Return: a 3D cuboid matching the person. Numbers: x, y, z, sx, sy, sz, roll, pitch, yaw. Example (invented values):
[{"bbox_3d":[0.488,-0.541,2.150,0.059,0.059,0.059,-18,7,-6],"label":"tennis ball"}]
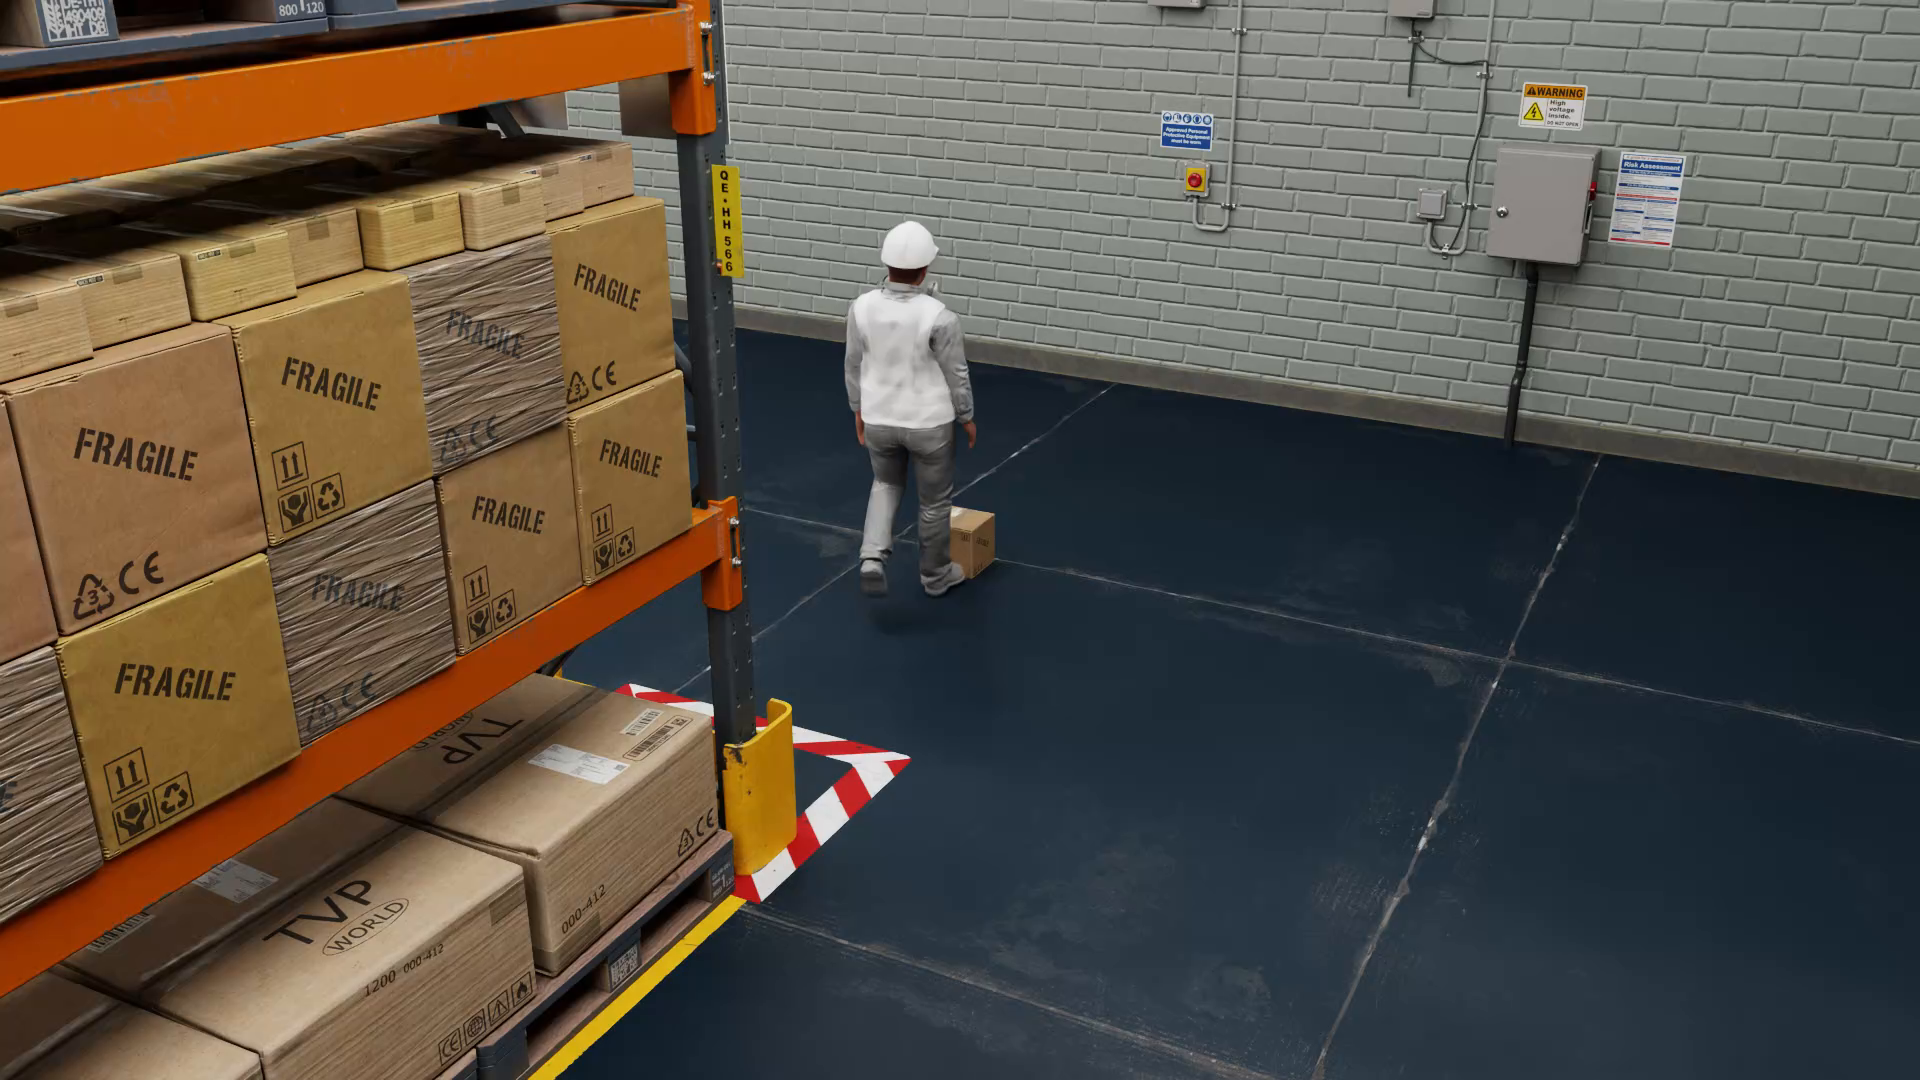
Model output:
[{"bbox_3d":[-0.199,-0.555,7.368,0.564,1.763,0.630,9,24,20],"label":"person"}]
